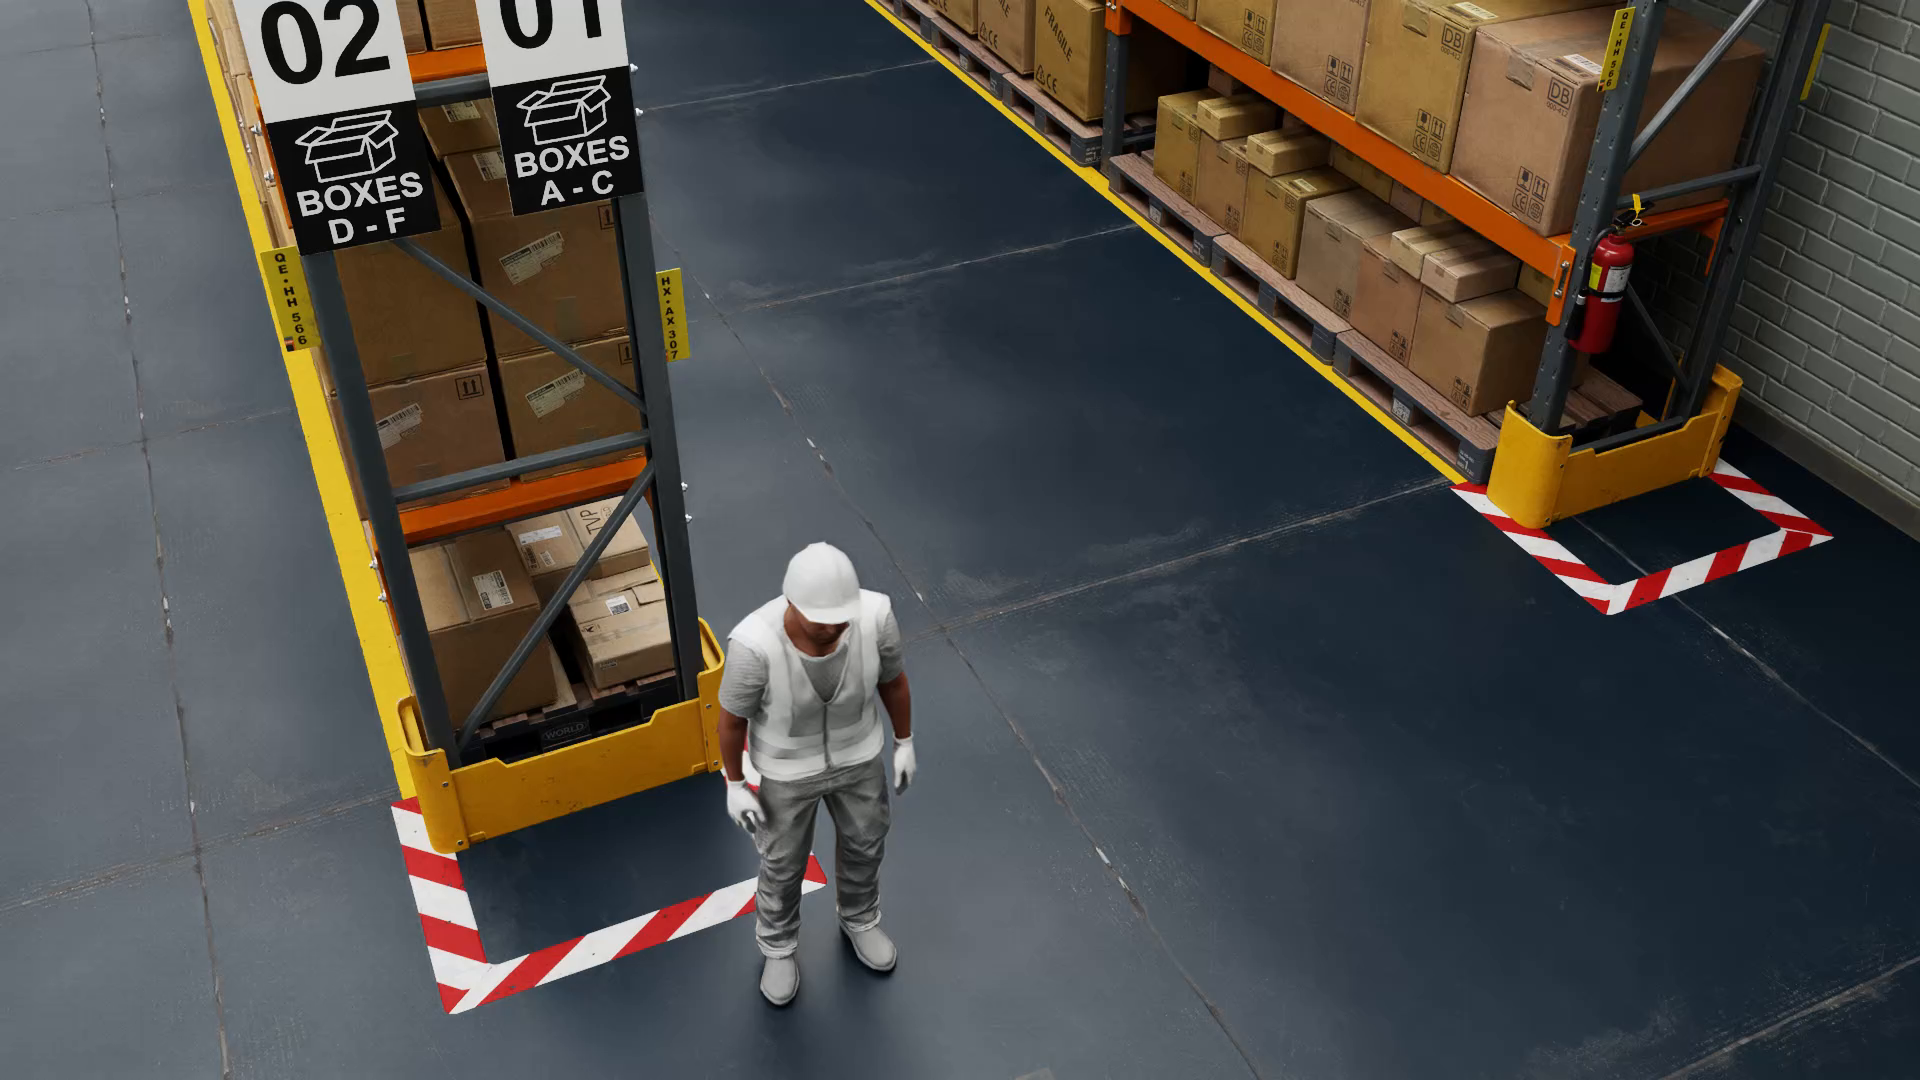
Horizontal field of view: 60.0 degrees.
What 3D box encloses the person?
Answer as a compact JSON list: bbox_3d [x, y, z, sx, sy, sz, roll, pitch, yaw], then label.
[{"bbox_3d":[-0.434,0.709,5.198,0.620,1.774,0.453,-13,39,-16],"label":"person"}]
